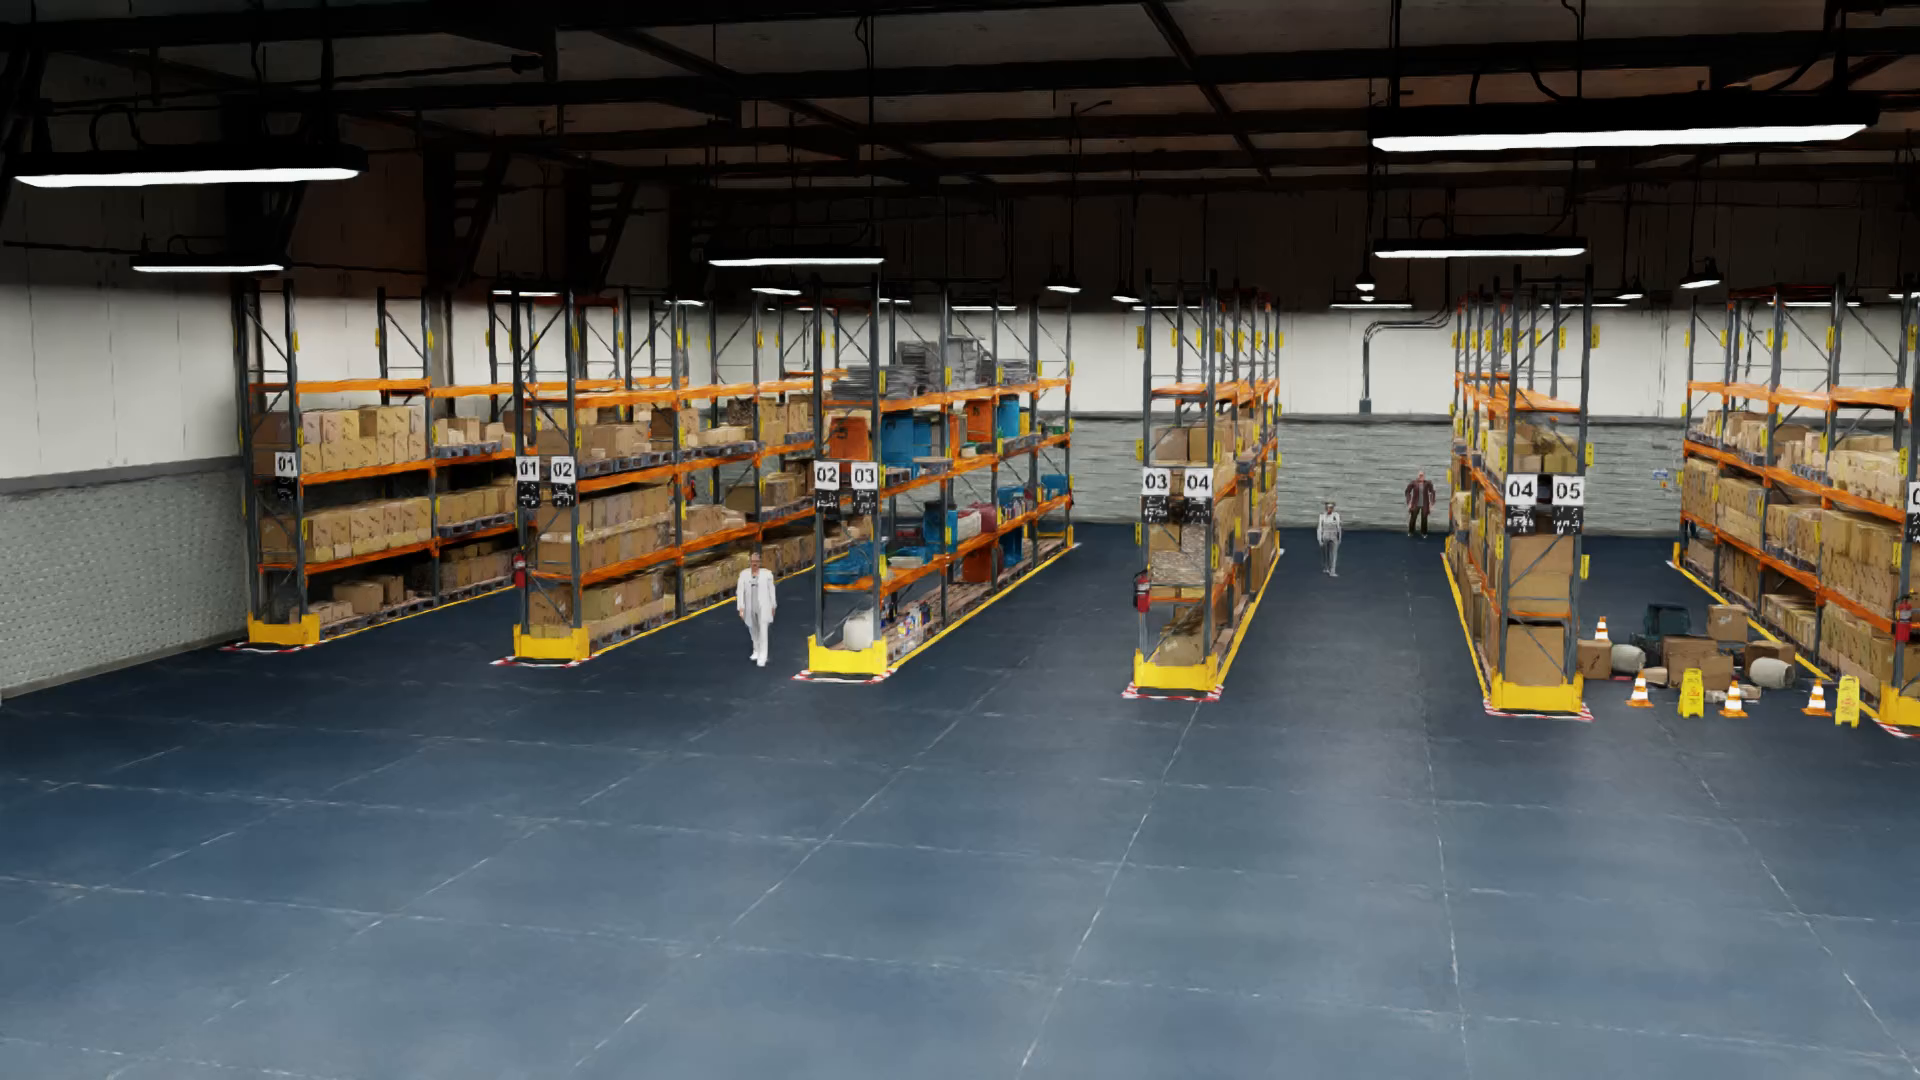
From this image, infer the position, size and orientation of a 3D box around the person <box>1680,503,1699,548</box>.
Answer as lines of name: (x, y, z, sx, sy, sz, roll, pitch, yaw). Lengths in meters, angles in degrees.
person: (17.333, -0.508, 39.440, 0.551, 1.579, 0.456, -2, 7, -17)

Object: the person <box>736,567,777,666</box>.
person: (-3.163, 1.152, 25.751, 0.580, 1.517, 1.103, 1, 7, 6)

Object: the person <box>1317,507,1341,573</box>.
person: (7.887, -0.074, 35.518, 0.495, 1.525, 0.896, 2, 7, 16)

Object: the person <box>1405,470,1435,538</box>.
person: (11.670, -0.911, 42.211, 0.729, 1.733, 0.546, 2, 7, 13)
